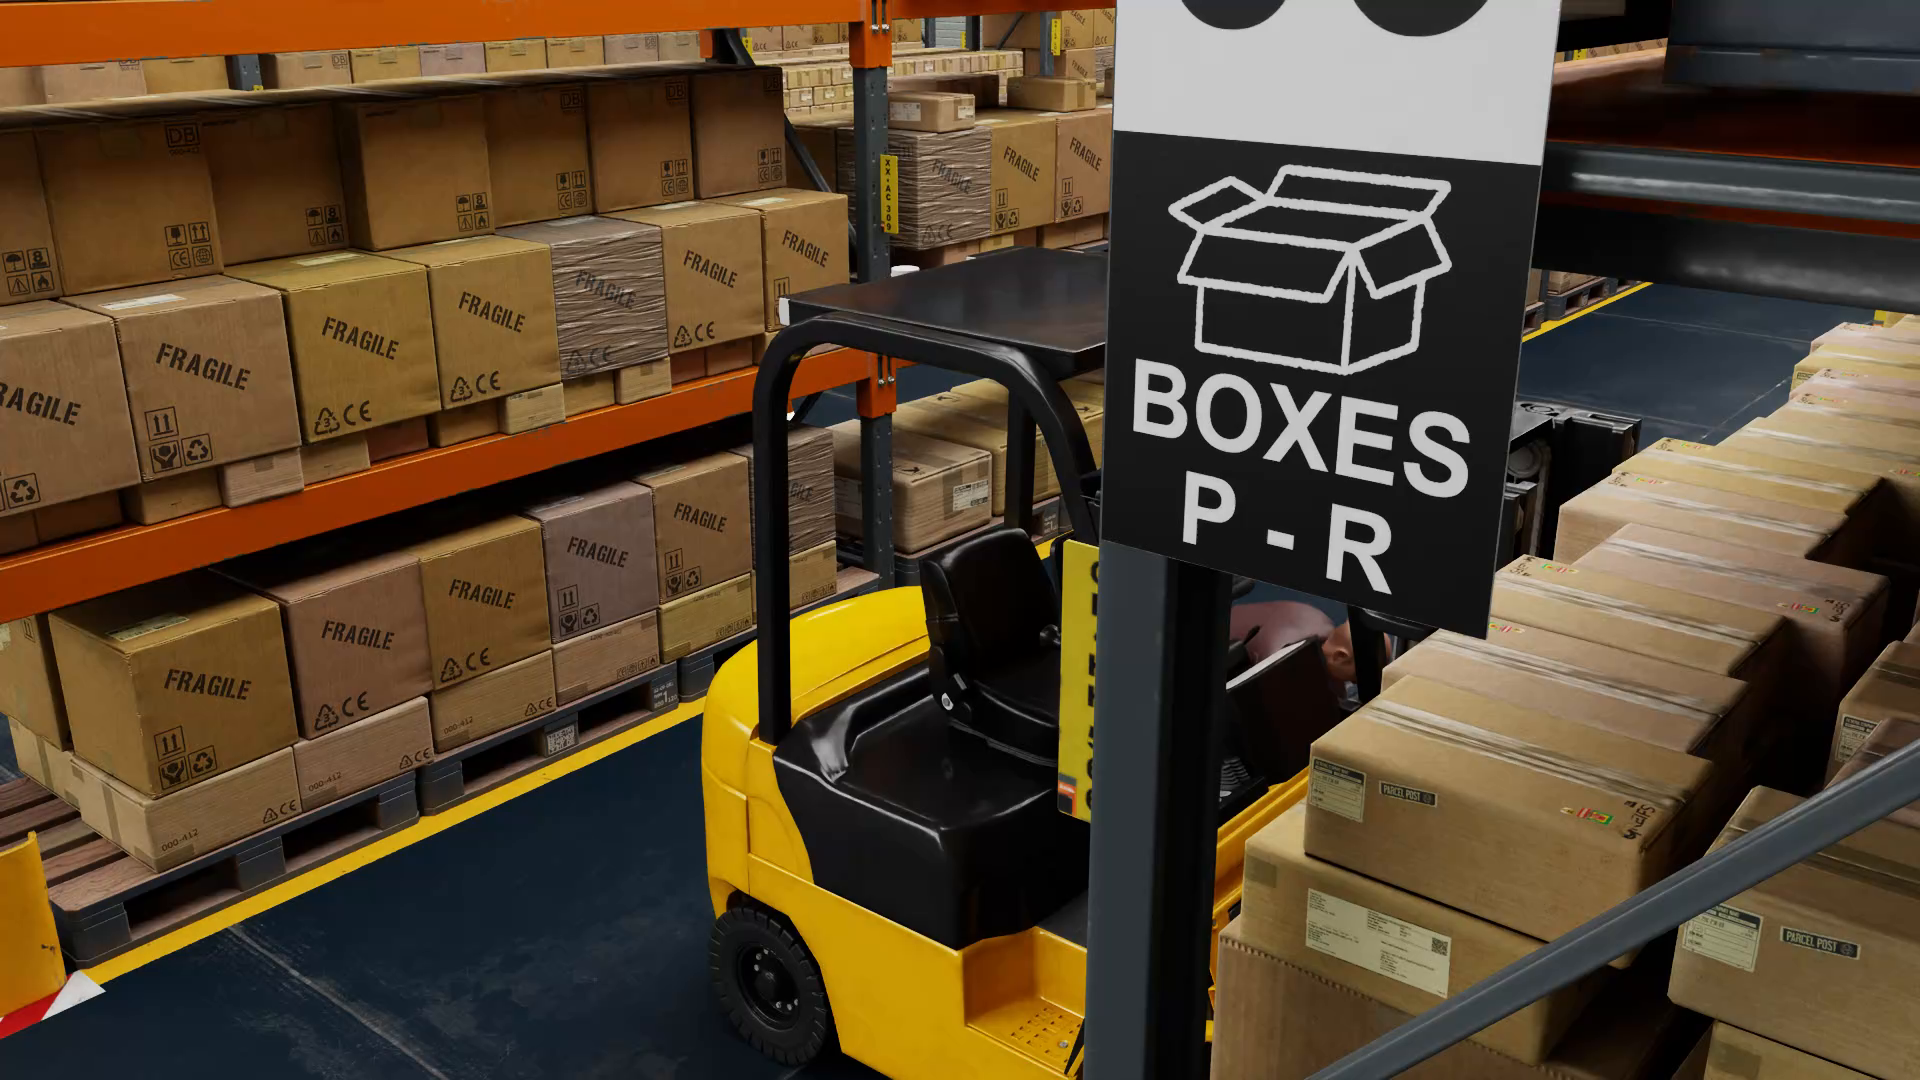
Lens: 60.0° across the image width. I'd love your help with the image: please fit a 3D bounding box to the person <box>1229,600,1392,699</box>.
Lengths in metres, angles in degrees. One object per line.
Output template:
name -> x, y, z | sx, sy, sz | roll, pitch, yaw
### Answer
person -> 1.063, 0.636, 5.929 | 0.924, 0.844, 0.580 | 15, 25, 36
